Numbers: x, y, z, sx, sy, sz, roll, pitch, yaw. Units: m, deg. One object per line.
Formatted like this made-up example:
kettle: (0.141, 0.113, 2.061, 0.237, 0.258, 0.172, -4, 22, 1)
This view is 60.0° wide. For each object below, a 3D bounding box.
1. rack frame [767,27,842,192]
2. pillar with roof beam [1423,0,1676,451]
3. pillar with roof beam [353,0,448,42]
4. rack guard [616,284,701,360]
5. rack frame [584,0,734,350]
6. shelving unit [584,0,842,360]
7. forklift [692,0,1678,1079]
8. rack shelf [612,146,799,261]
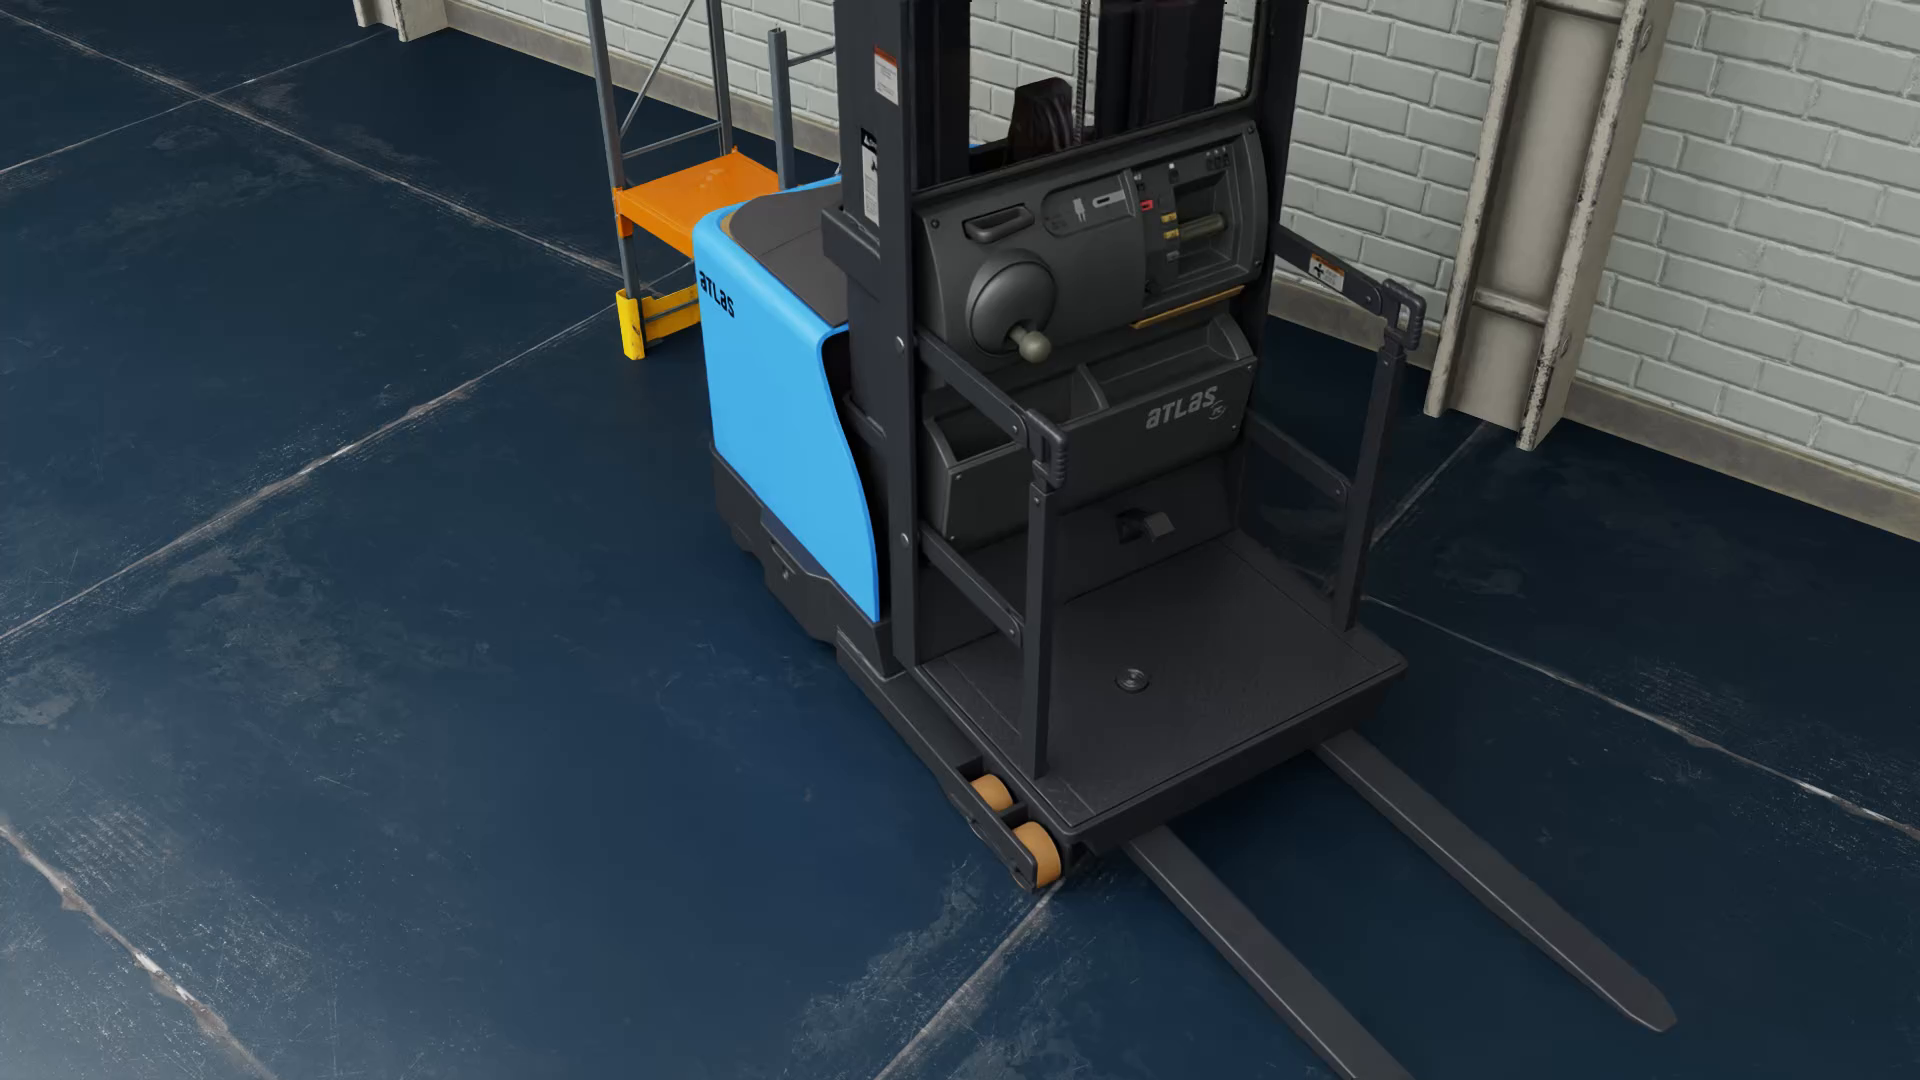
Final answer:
rack frame: (-0.339, -0.920, 5.209, 0.500, 1.500, 0.032, -28, 46, -31)
pillar with roof beam: (-0.746, -1.882, 0.354, 0.400, 9.000, 9.100, 25, 45, 29)
pillar with roof beam: (-5.512, -4.129, 3.225, 0.400, 9.000, 9.100, 25, 45, 29)
rack guard: (-0.997, -0.890, 6.184, 0.587, 0.250, 0.087, -28, 46, -31)
rack frame: (-1.010, -1.391, 5.810, 0.500, 1.500, 0.032, -28, 46, -31)
shelving unit: (-0.668, -1.151, 5.504, 0.587, 1.500, 1.083, -28, 46, -31)
forklift: (0.447, -0.620, 3.665, 1.130, 2.935, 3.031, -22, 43, -25)
rack shelf: (-0.674, -1.014, 5.620, 0.538, 0.185, 1.000, -28, 46, -31)
